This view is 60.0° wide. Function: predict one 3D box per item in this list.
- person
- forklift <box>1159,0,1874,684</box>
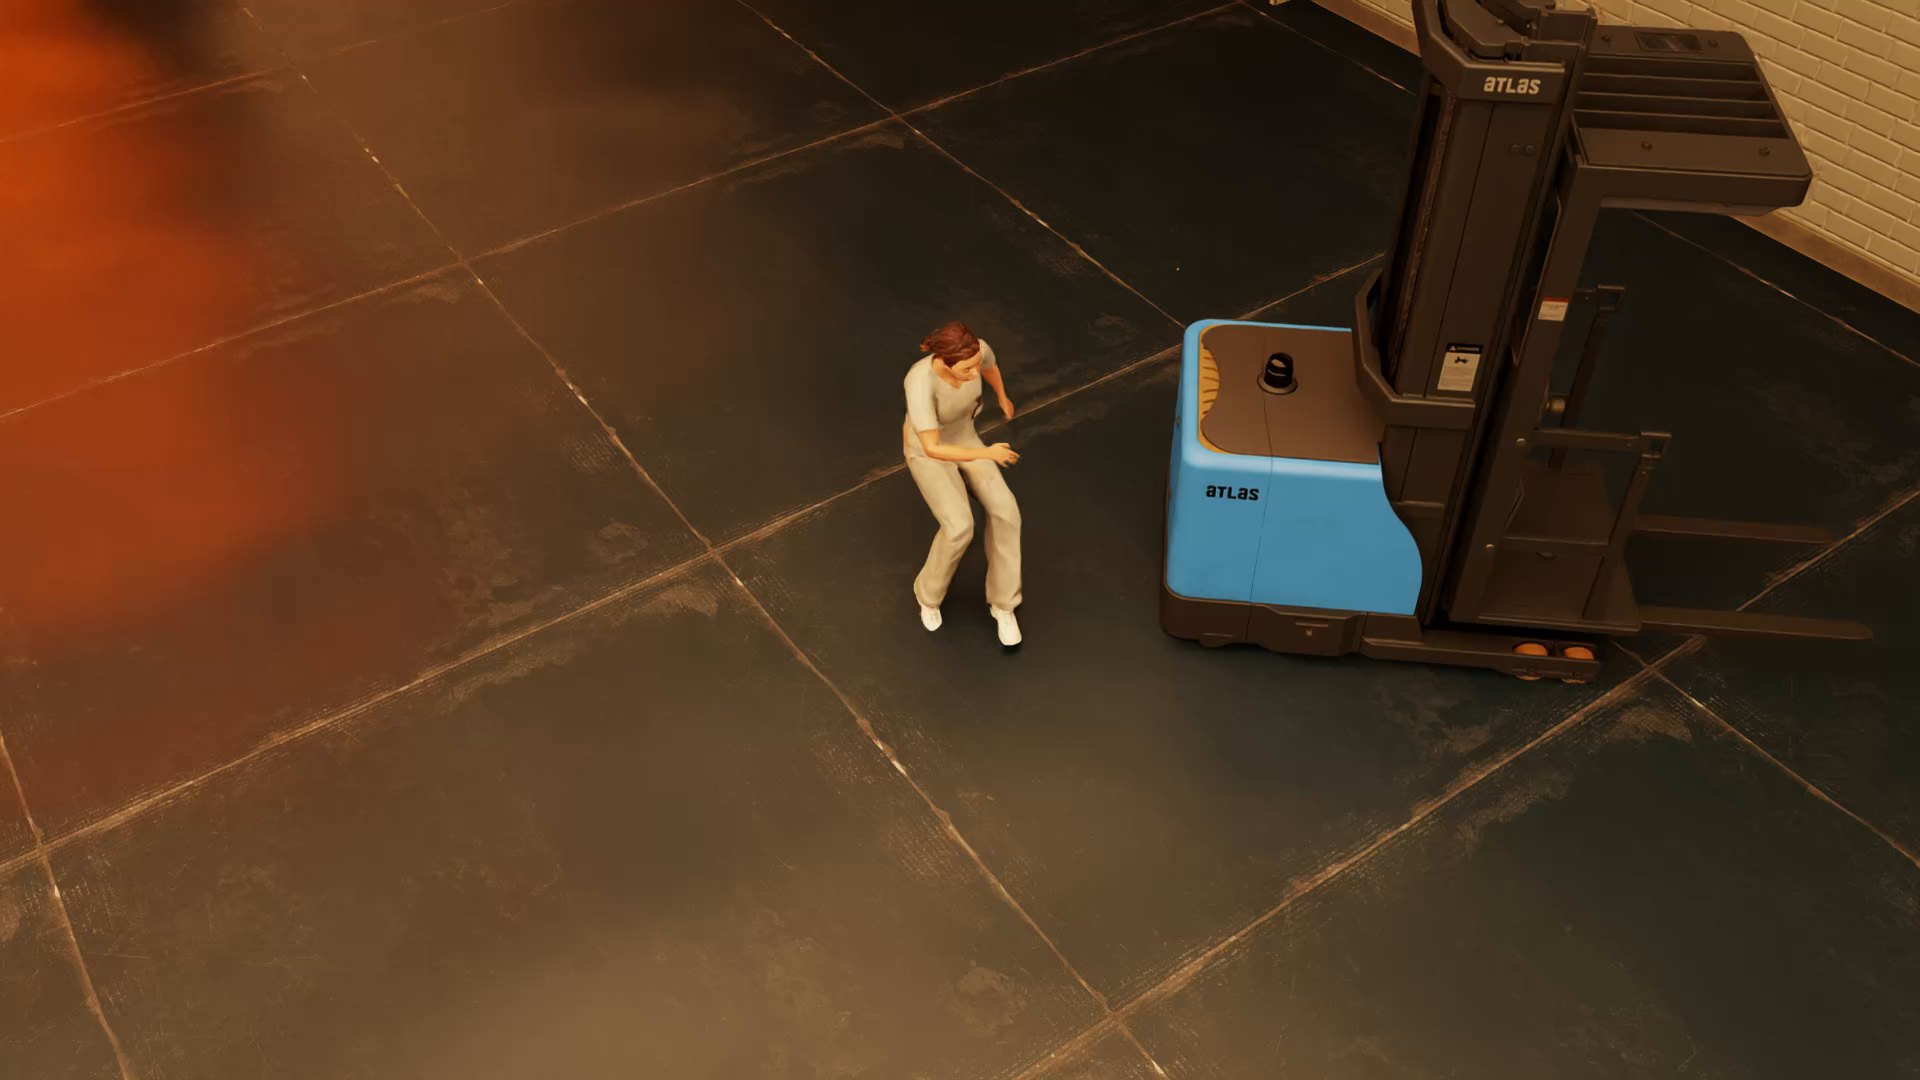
[{"bbox_3d":[0.114,-0.303,7.226,0.827,1.445,0.874,-29,50,-28],"label":"person"},{"bbox_3d":[2.437,-0.838,6.625,3.031,2.935,1.130,4,43,5],"label":"forklift"}]
